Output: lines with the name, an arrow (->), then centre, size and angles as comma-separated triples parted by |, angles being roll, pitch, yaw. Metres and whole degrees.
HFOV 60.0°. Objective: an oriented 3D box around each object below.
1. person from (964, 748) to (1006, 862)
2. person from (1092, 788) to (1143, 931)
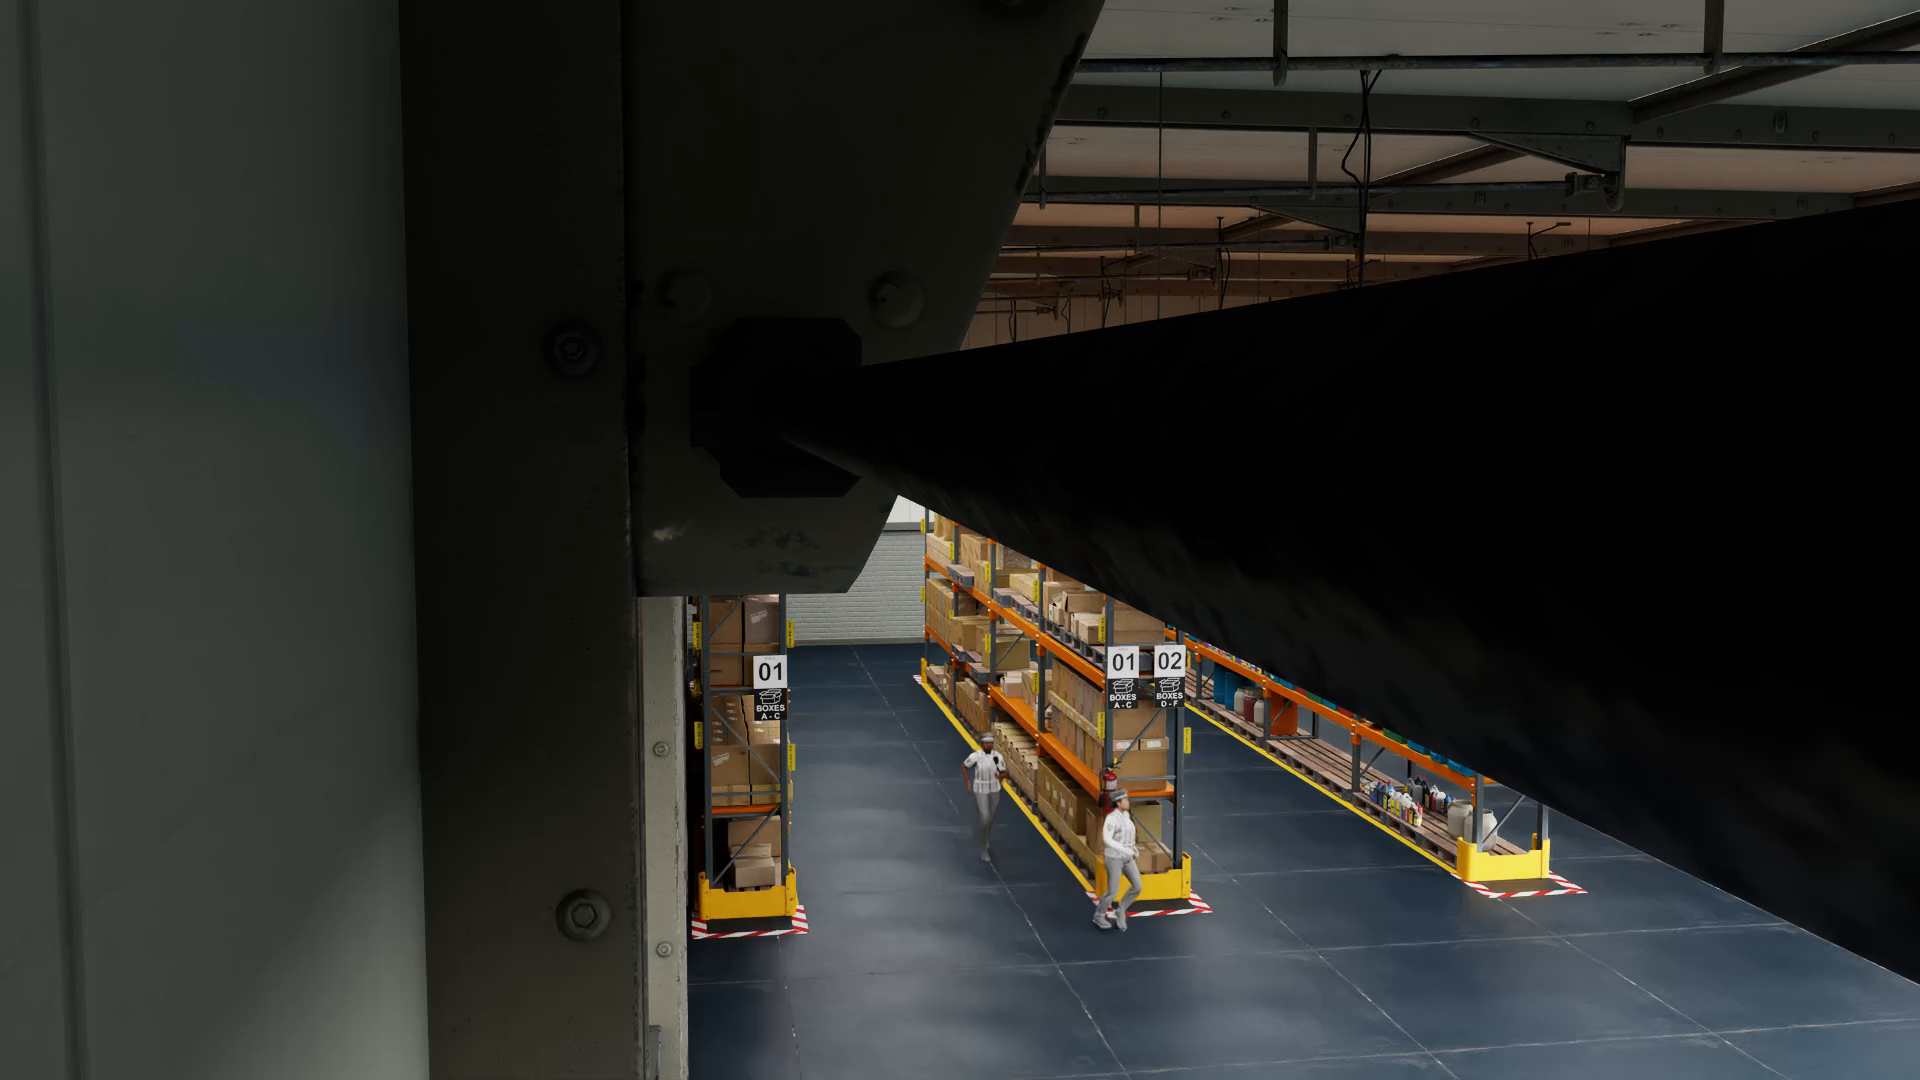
person -> 0.333, 3.608, 22.809 | 0.467, 1.513, 0.697 | -2, 5, -20
person -> 1.920, 3.774, 19.701 | 0.593, 1.675, 0.686 | 4, 7, 41
